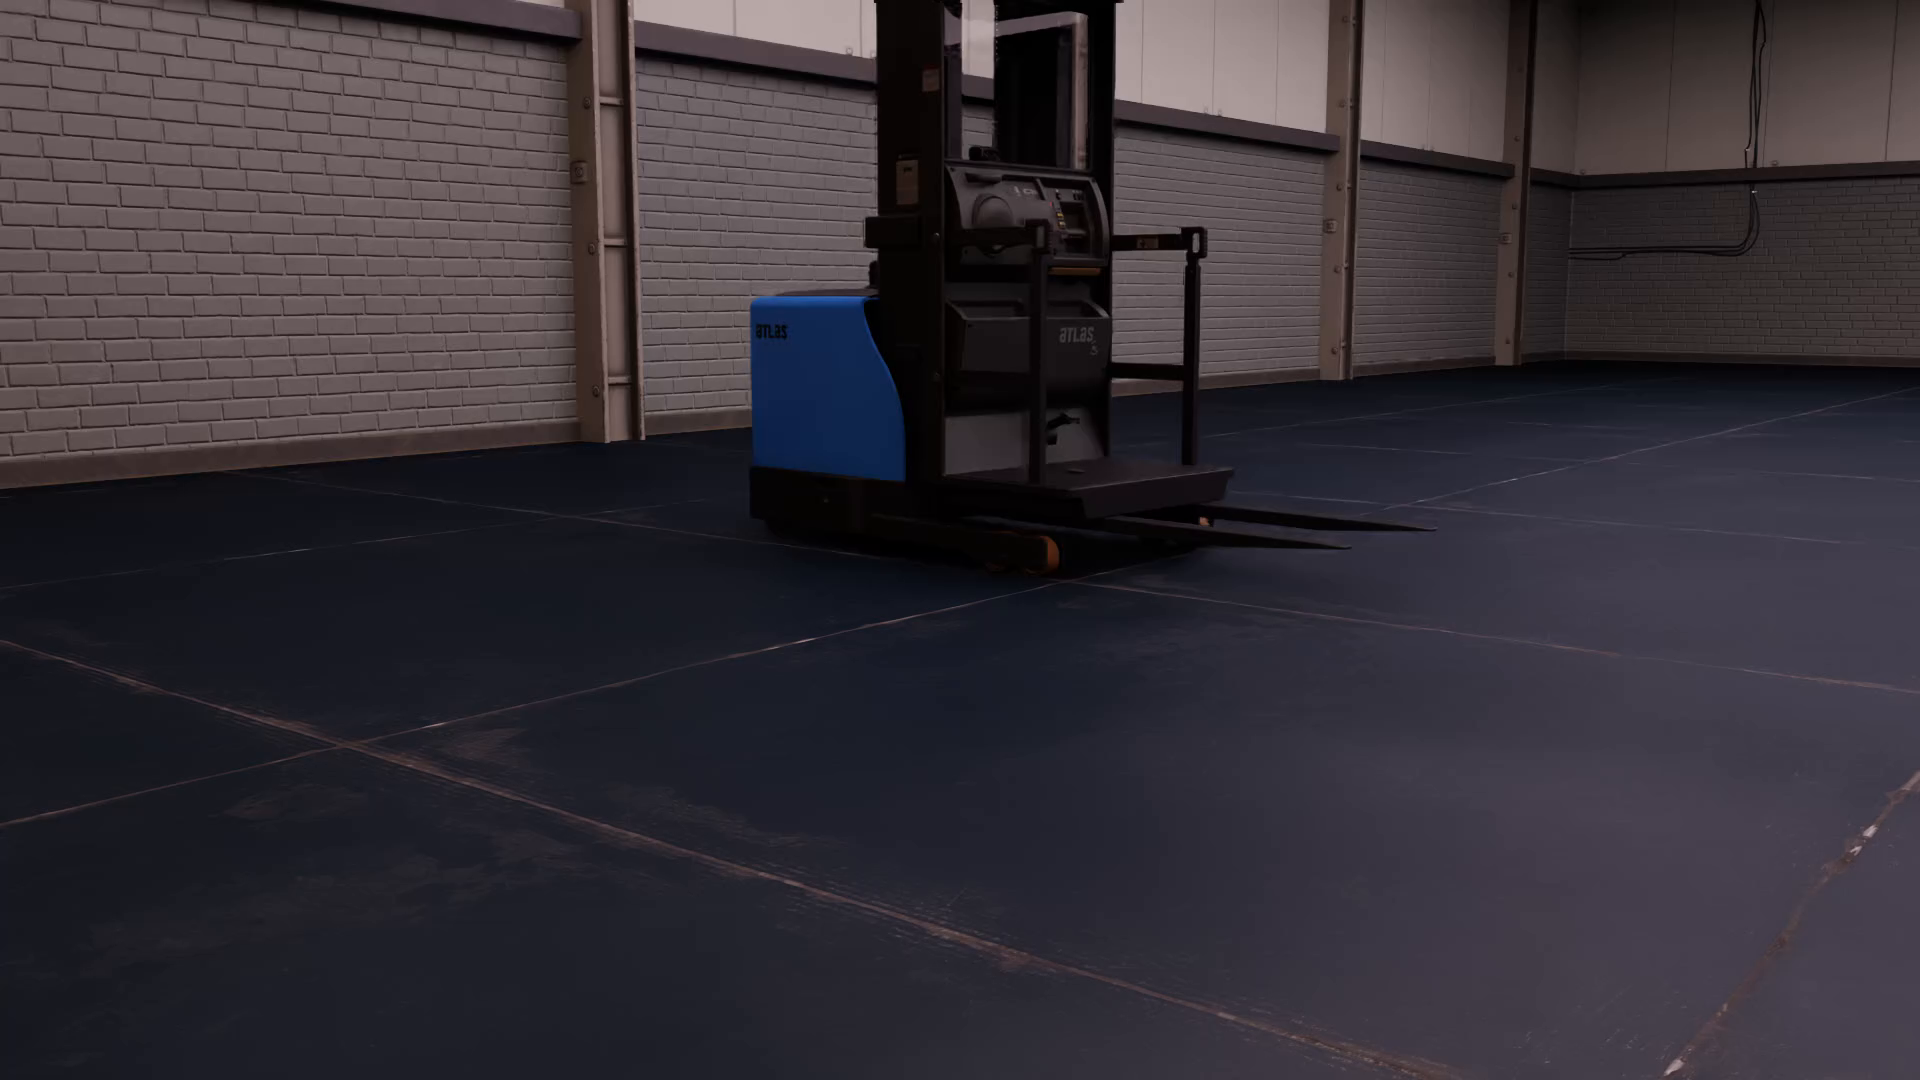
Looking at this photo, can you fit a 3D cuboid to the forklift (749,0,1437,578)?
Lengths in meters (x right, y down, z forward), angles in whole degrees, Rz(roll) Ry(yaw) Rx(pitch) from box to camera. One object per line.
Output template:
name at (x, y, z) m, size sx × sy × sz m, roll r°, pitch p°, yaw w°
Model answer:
forklift at (0.446, -1.390, 6.779) m, size 3.031 × 2.935 × 1.130 m, roll 8°, pitch 11°, yaw 43°
